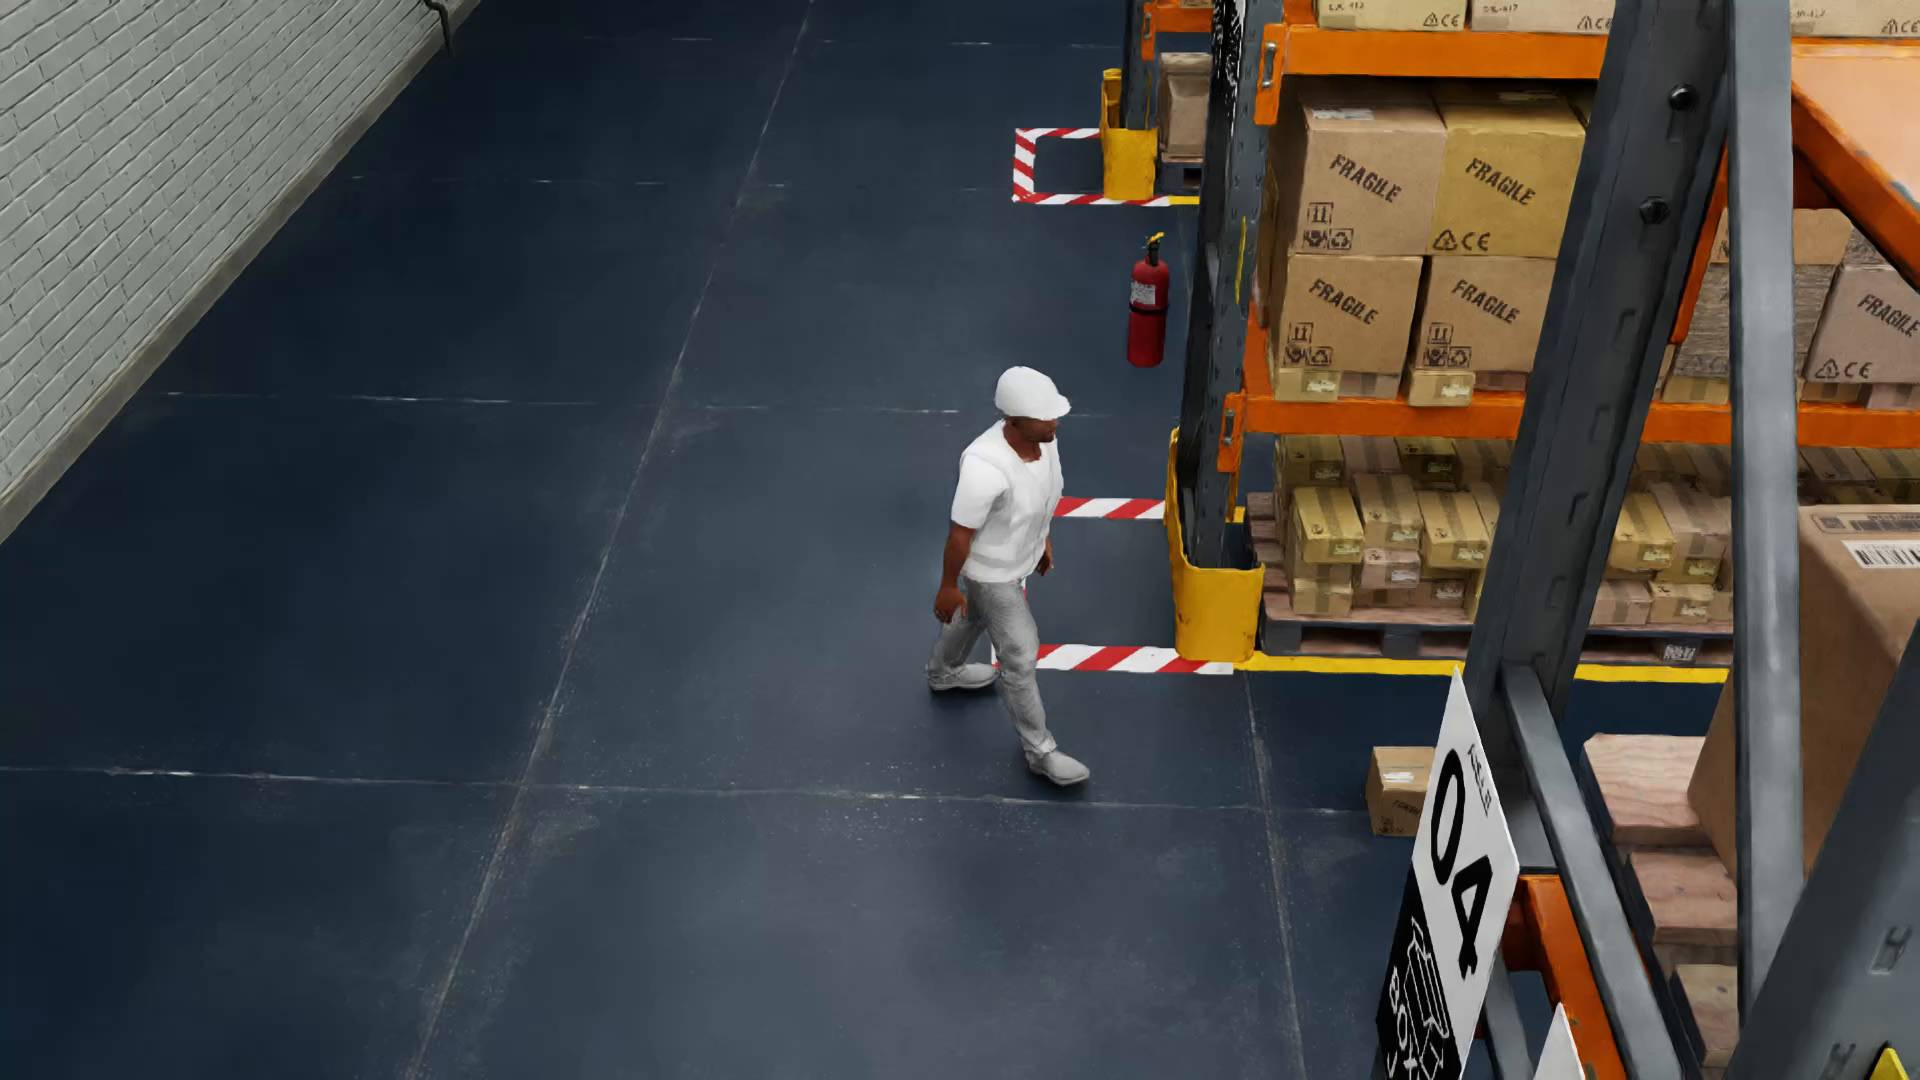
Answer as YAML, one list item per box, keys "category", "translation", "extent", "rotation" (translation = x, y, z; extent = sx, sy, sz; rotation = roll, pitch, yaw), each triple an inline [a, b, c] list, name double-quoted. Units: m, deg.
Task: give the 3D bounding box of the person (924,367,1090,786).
- category: "person"
  translation: [0.224, 0.087, 6.513]
  extent: [0.910, 1.725, 0.619]
  rotation: [18, 39, 23]
